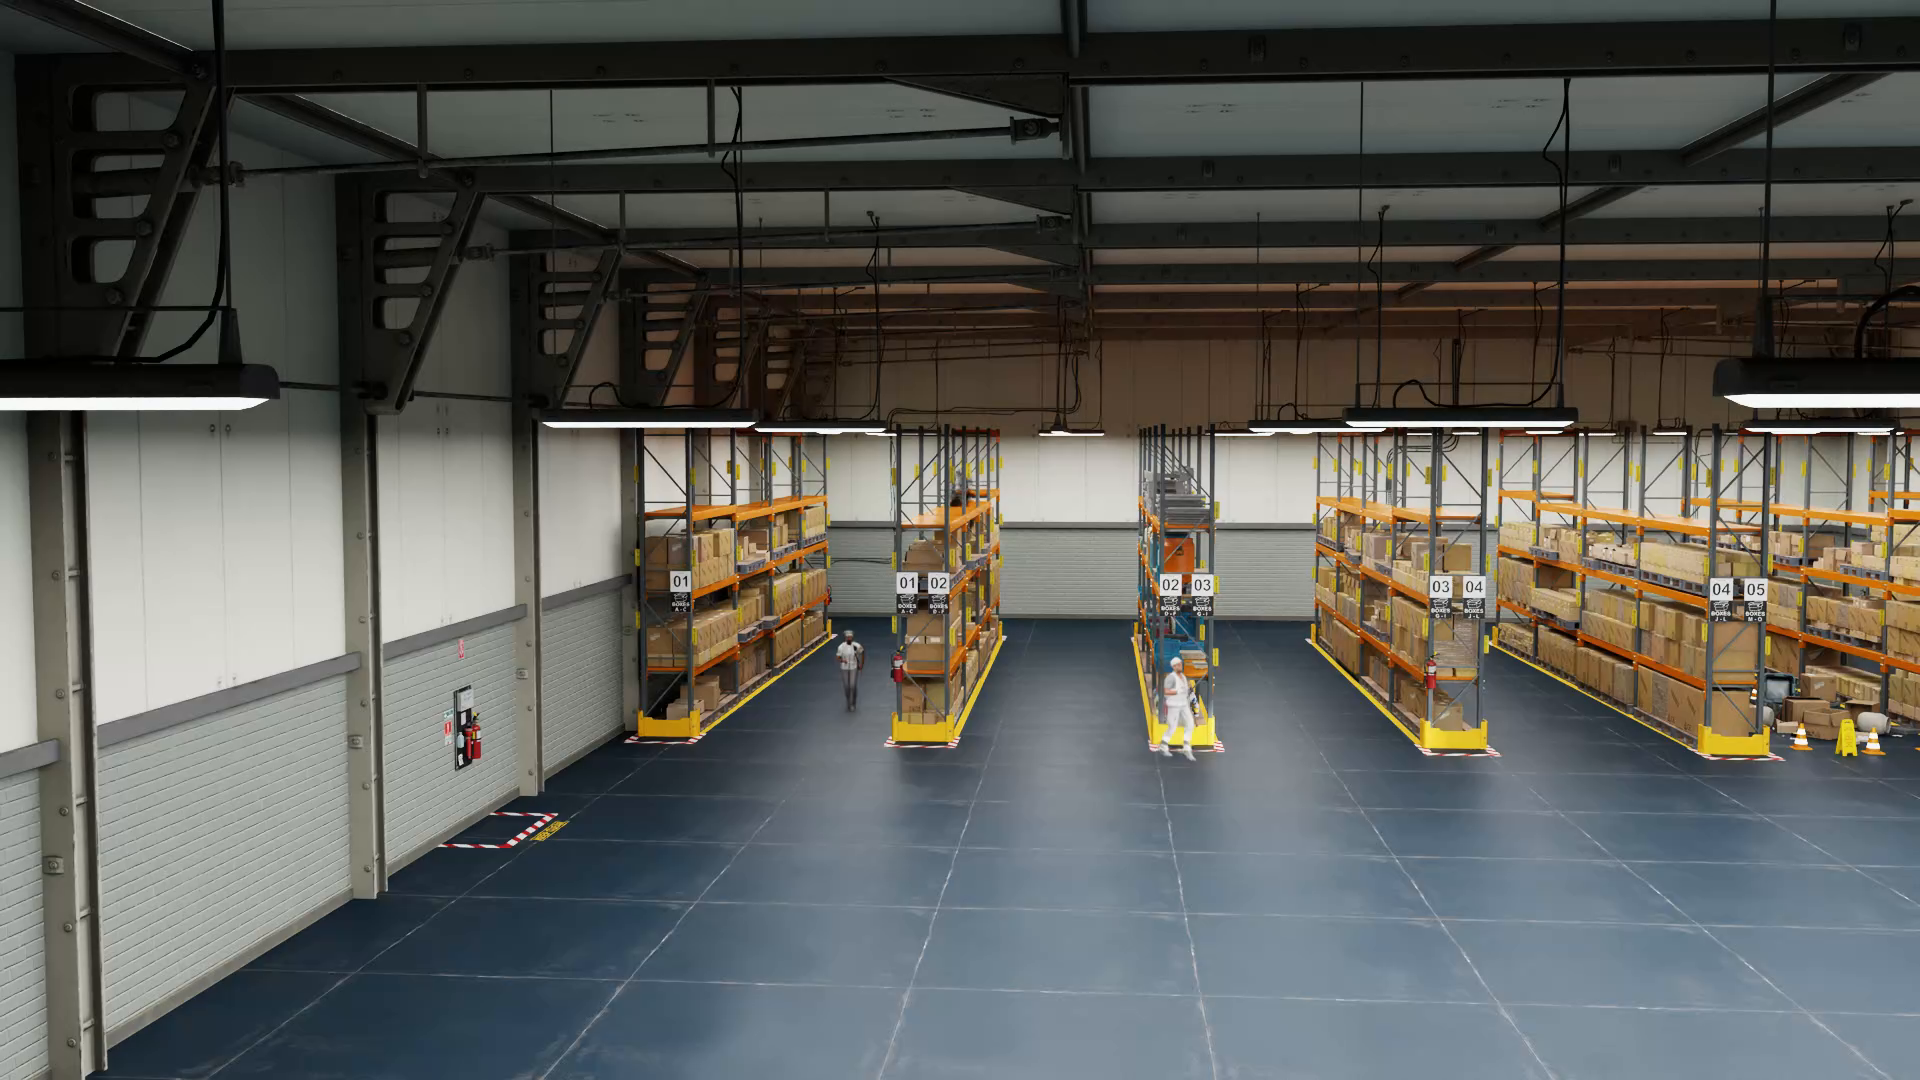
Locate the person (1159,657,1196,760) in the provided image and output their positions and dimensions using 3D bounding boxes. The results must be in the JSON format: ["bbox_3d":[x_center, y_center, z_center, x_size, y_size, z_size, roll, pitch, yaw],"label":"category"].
[{"bbox_3d":[3.886,3.022,29.732,0.659,1.850,0.679,-3,5,-44],"label":"person"}]

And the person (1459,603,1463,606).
[{"bbox_3d":[13.552,2.232,44.415,0.620,1.595,0.671,0,3,3],"label":"person"}]

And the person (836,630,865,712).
[{"bbox_3d":[-2.310,2.763,35.017,0.584,1.750,0.718,0,3,2],"label":"person"}]
